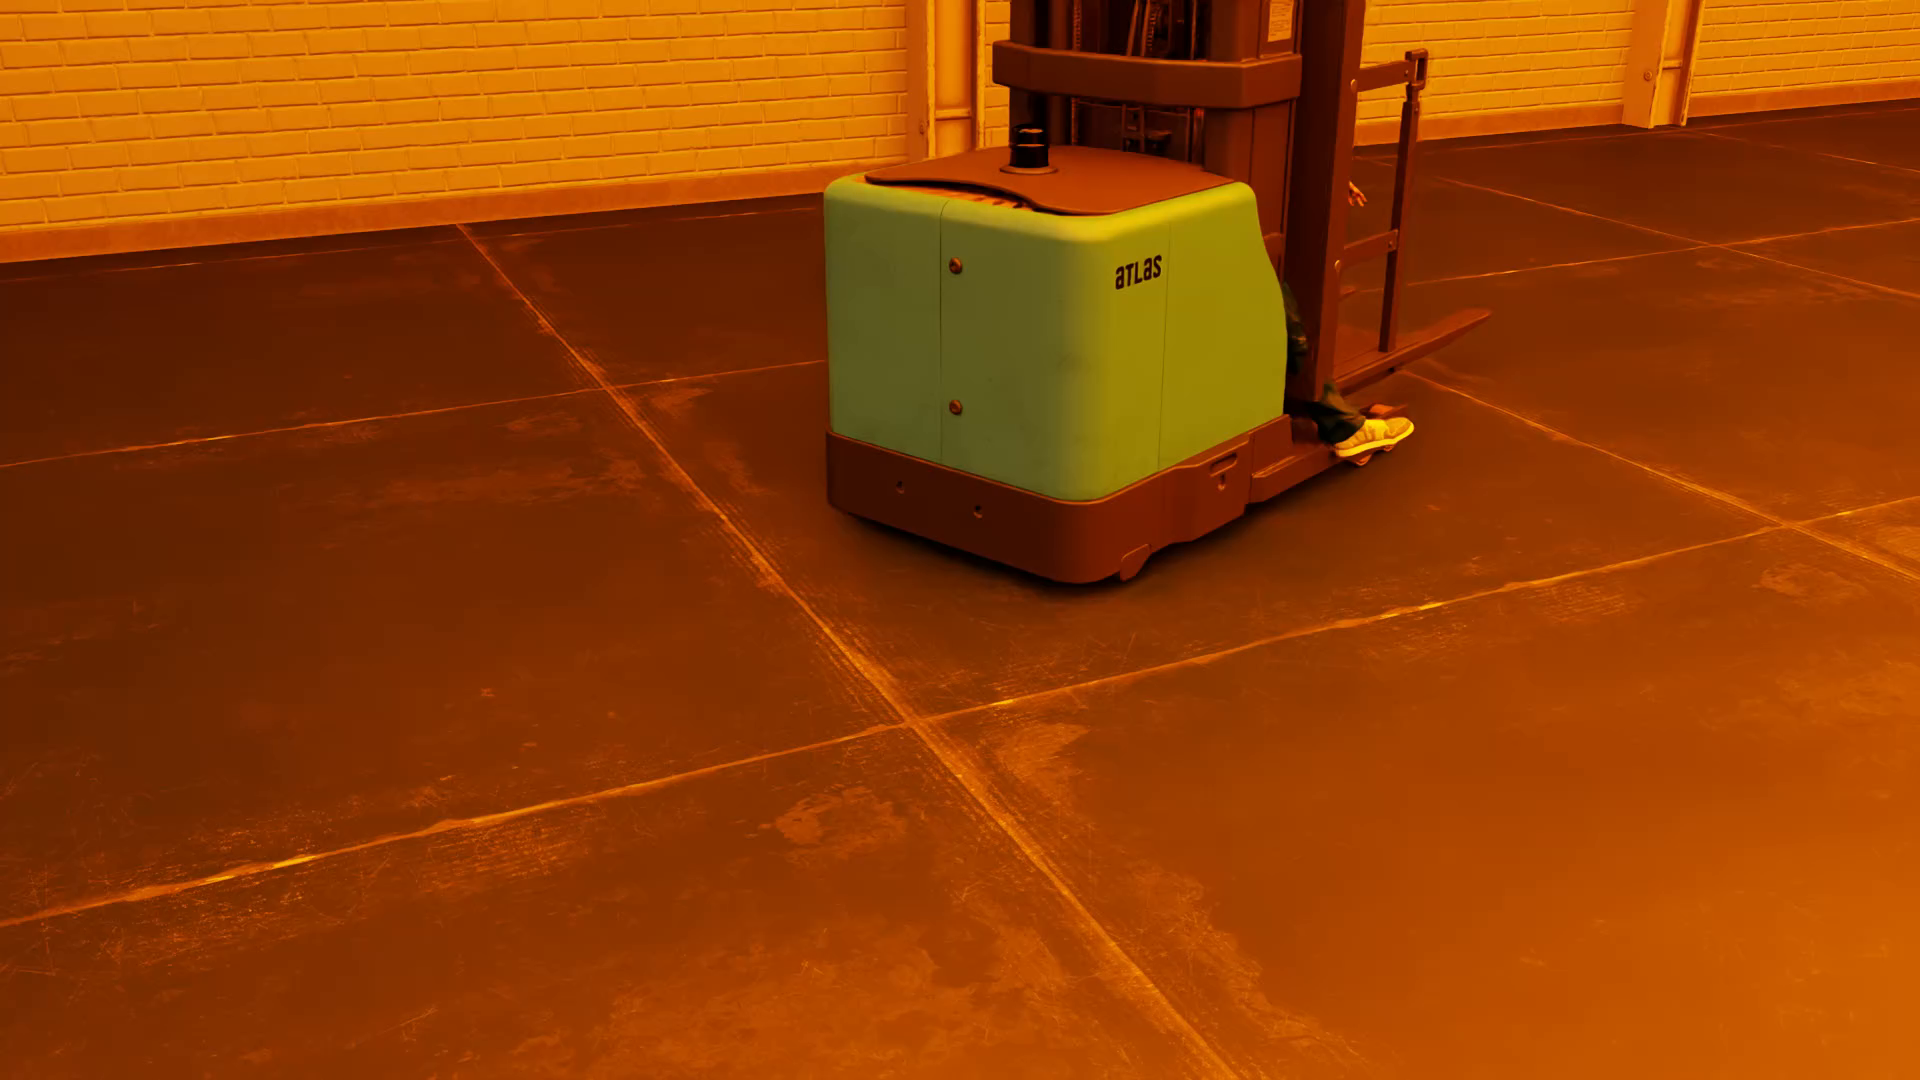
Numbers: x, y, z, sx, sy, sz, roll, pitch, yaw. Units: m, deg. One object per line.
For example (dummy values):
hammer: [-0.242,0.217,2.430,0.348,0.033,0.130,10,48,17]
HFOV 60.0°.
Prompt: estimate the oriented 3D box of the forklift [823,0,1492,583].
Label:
forklift: [0.926,-1.720,5.427,1.130,2.935,3.031,18,29,37]

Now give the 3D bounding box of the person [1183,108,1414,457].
person: [0.992,-0.976,5.360,0.980,1.483,0.760,-1,23,-2]
